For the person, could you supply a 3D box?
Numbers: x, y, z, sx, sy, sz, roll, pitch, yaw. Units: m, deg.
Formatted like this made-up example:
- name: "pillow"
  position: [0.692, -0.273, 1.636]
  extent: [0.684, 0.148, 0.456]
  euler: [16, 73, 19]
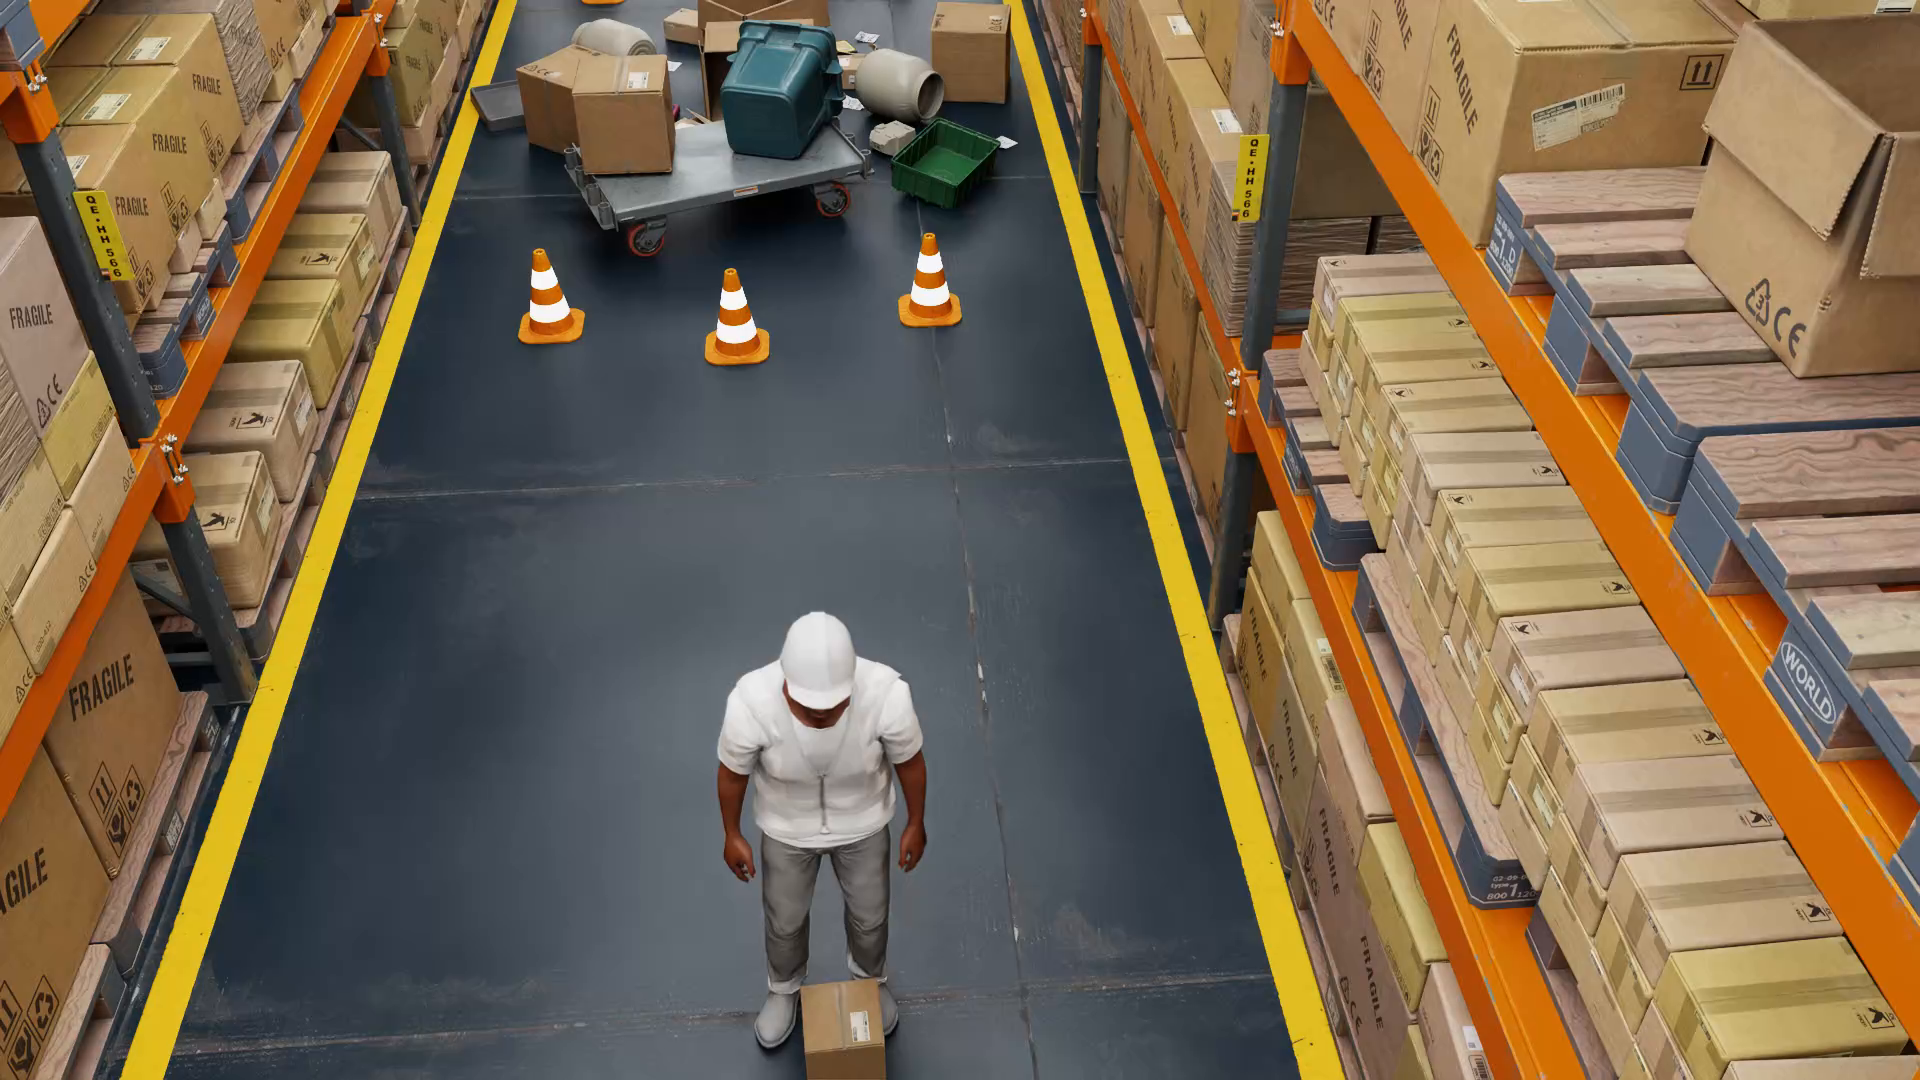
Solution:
- name: "person"
  position: [-0.410, 0.875, 5.054]
  extent: [0.626, 1.761, 0.459]
  euler: [-3, 39, -4]
